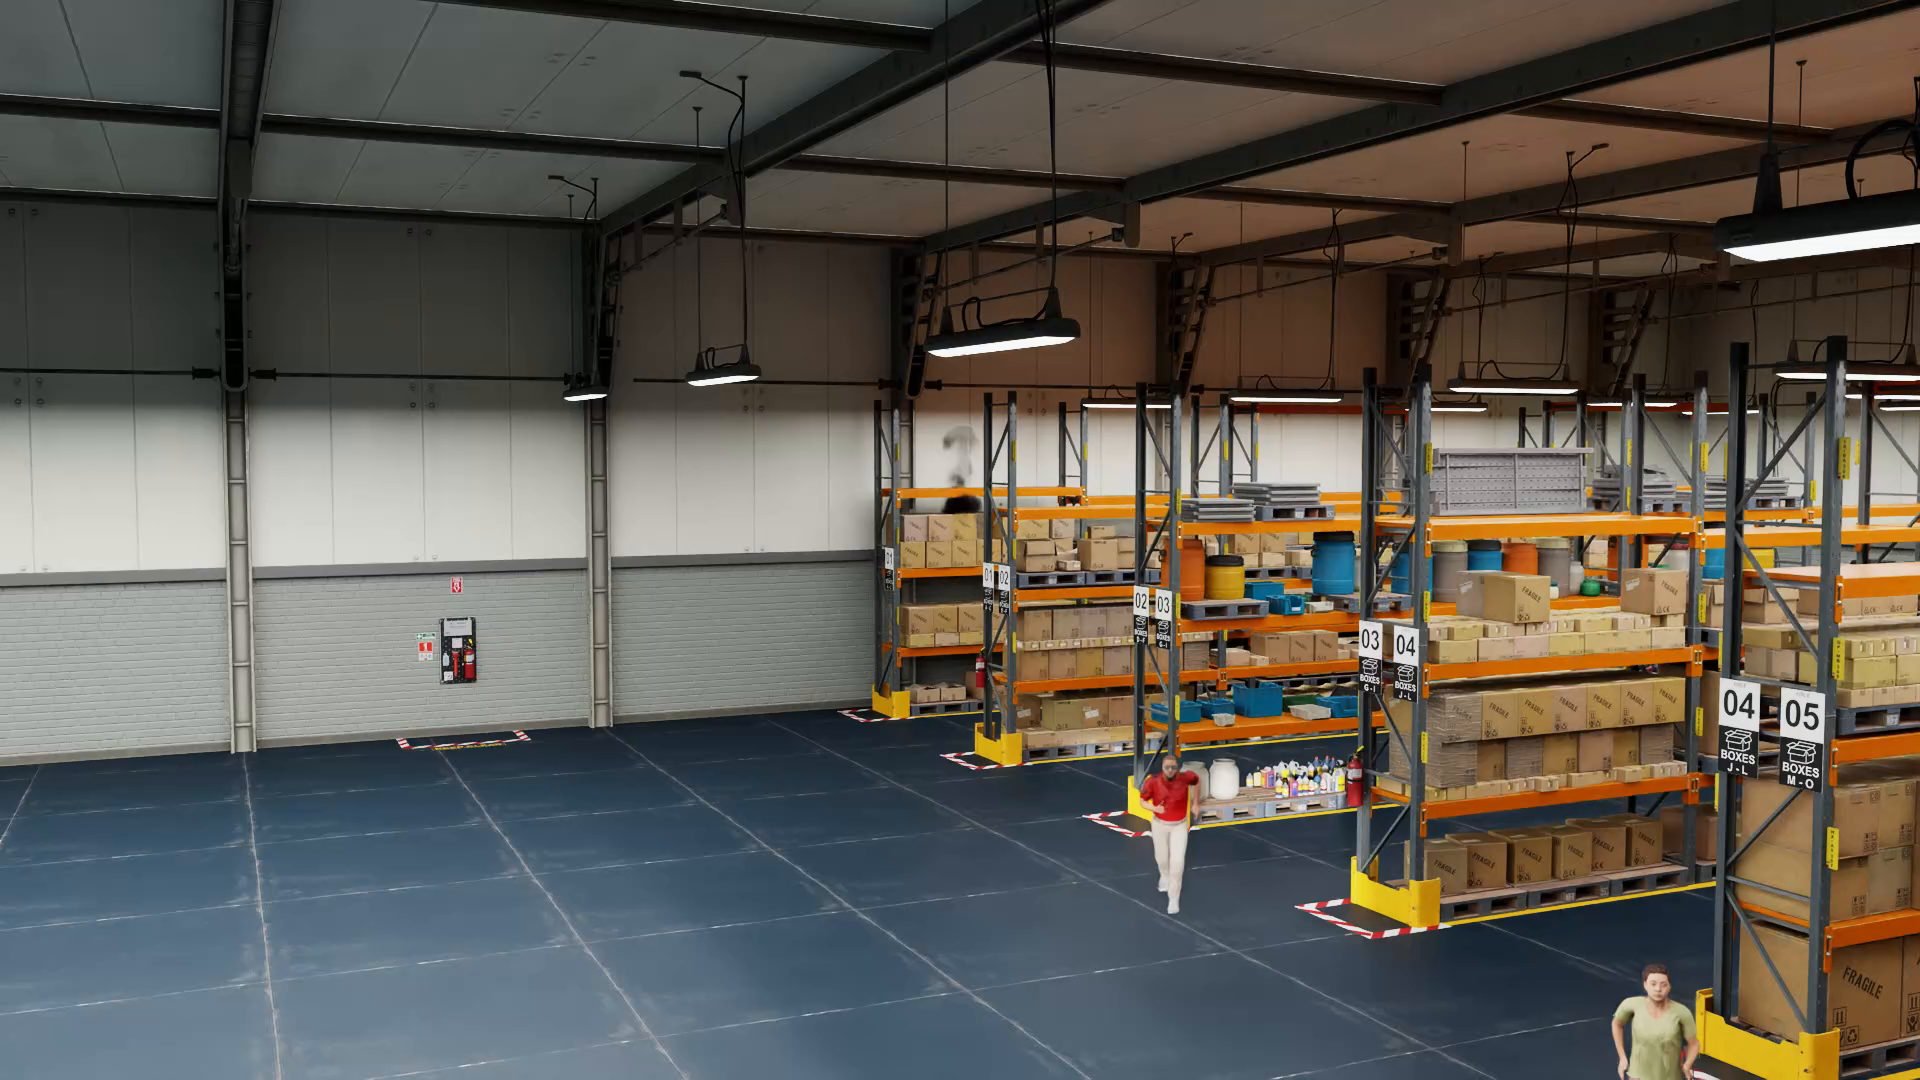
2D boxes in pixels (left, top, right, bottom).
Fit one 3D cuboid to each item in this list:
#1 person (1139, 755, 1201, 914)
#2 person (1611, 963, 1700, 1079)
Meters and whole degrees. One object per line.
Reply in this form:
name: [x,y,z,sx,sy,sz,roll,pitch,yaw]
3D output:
person: [2.358,3.256,18.676,0.695,1.765,0.989,0,3,6]
person: [4.771,3.686,11.427,0.562,1.641,0.817,1,4,21]
